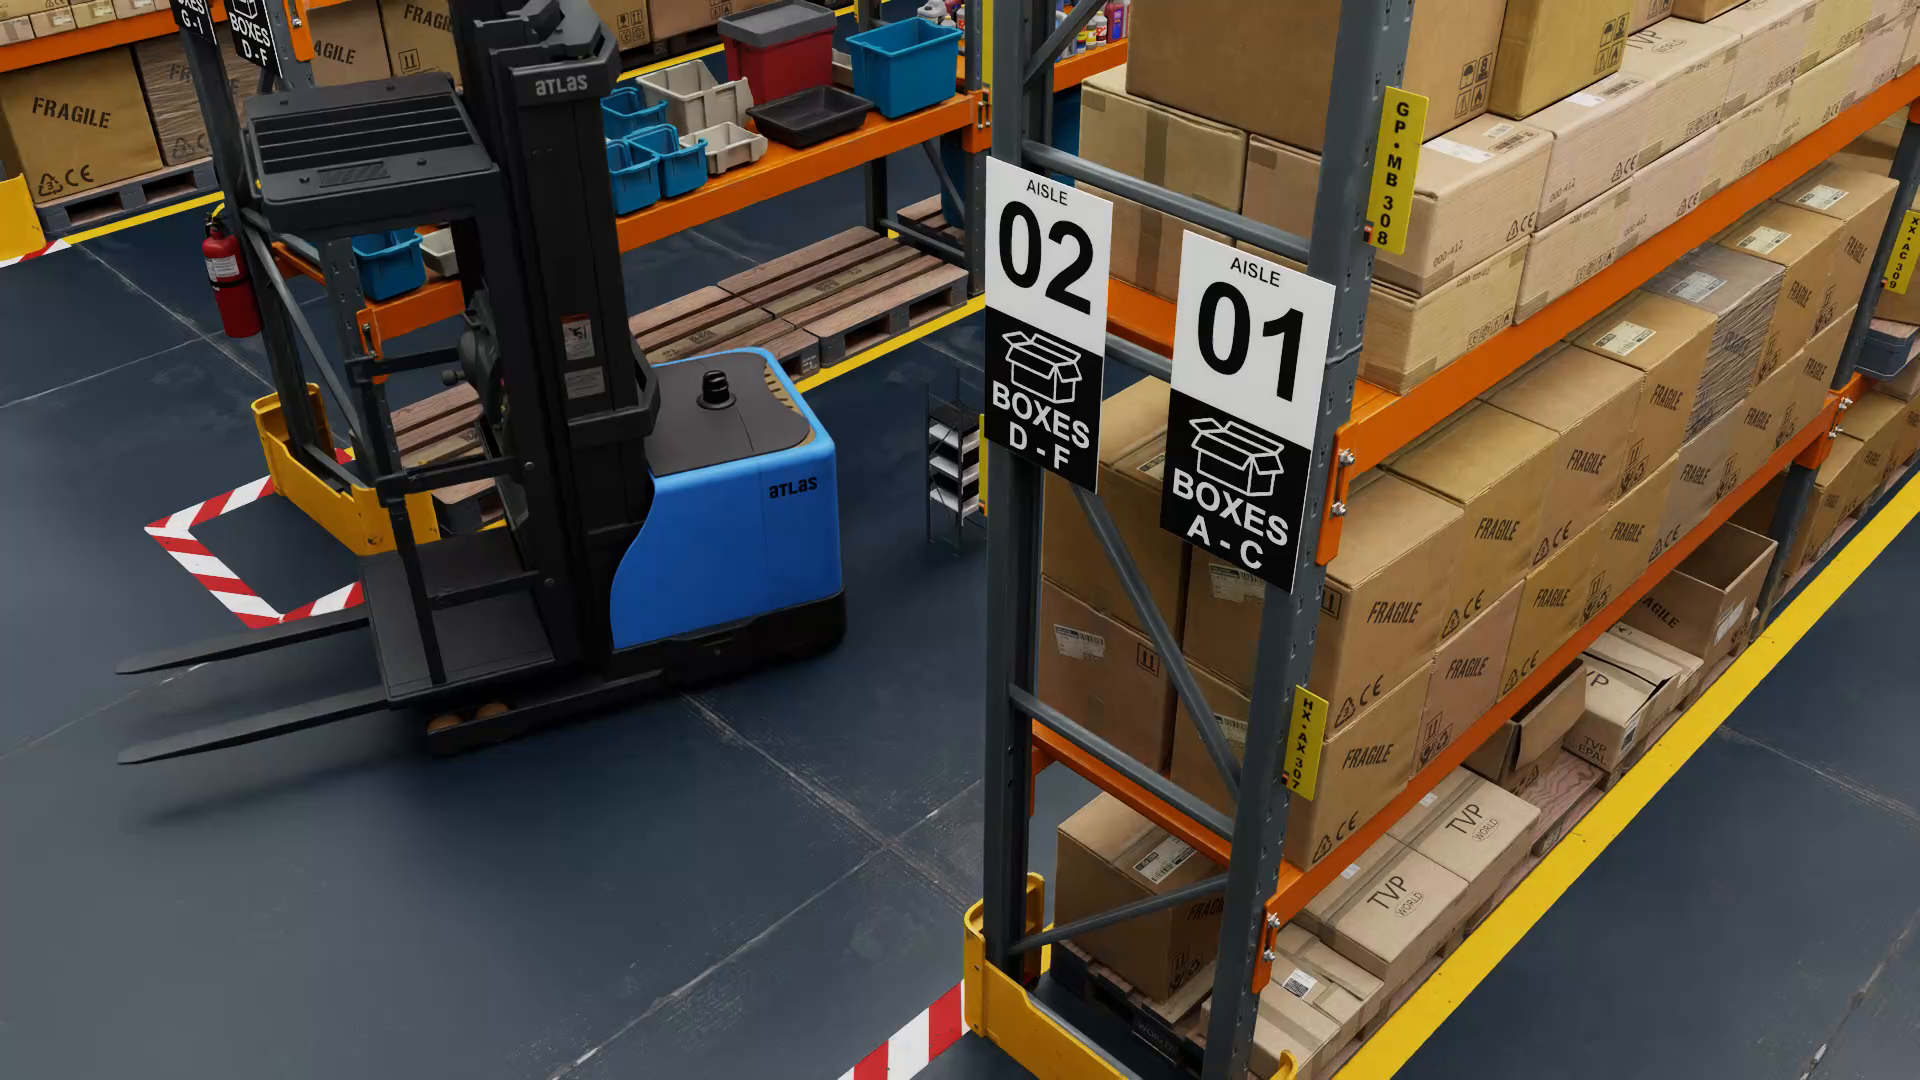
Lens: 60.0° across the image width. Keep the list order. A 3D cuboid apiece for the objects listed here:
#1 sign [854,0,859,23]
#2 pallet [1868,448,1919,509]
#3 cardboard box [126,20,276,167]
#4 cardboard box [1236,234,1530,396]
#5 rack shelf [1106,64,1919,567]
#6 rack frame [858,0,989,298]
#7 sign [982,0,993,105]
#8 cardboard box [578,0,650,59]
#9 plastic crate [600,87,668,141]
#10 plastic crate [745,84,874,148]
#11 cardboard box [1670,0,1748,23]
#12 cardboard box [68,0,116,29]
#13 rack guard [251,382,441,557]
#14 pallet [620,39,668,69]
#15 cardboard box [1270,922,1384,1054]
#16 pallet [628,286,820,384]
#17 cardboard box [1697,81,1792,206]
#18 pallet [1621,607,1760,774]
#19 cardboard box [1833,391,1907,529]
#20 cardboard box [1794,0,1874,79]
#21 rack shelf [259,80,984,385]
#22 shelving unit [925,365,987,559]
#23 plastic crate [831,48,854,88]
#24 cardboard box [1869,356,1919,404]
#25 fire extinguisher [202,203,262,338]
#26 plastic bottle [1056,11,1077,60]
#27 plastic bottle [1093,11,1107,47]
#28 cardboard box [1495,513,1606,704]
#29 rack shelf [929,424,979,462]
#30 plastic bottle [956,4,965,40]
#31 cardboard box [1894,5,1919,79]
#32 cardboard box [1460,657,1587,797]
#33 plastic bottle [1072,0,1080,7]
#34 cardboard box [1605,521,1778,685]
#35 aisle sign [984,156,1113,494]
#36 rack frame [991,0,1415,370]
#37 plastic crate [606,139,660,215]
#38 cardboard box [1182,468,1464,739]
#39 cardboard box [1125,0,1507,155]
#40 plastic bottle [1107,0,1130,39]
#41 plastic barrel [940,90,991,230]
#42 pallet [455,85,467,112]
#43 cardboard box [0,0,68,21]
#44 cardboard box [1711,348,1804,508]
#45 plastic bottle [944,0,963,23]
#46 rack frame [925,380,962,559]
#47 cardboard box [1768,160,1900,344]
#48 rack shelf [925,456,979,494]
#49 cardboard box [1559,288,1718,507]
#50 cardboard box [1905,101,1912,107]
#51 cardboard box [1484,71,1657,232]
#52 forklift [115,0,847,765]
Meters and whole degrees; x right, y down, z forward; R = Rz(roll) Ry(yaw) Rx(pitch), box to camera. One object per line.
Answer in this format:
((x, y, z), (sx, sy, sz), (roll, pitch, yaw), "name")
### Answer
((-0.613, -3.314, 10.138), (0.100, 0.325, 0.005), (30, 45, 35), "sign")
((4.694, -0.679, 9.040), (1.003, 0.211, 1.213), (30, 45, 35), "pallet")
((-5.522, -3.313, 11.868), (0.875, 0.875, 0.875), (30, 45, 35), "cardboard box")
((1.013, -0.631, 4.042), (0.500, 0.250, 0.500), (30, 45, 35), "cardboard box")
((1.879, -1.103, 5.217), (1.077, 0.370, 4.000), (30, 45, 35), "rack shelf")
((-0.224, -2.978, 9.898), (1.000, 3.000, 0.127), (30, 45, 35), "rack frame")
((0.090, -1.182, 3.926), (0.100, 0.325, 0.005), (30, 45, 35), "sign")
((-3.302, -4.543, 13.632), (1.225, 0.875, 0.875), (30, 45, 35), "cardboard box")
((-1.777, -2.247, 8.944), (0.416, 0.233, 0.300), (30, 45, 35), "plastic crate")
((-0.822, -2.327, 9.153), (0.437, 0.125, 0.590), (30, 45, 35), "plastic crate")
((1.928, -1.833, 4.673), (0.700, 0.500, 0.500), (30, 45, 35), "cardboard box")
((-5.713, -3.467, 10.819), (0.380, 0.149, 0.250), (28, 44, 34), "cardboard box")
((-3.050, -0.314, 8.263), (1.175, 0.500, 0.348), (30, 45, 35), "rack guard")
((-3.249, -4.174, 14.051), (1.003, 0.211, 1.213), (30, 45, 35), "pallet")
((1.185, 1.492, 5.580), (0.380, 0.166, 0.250), (30, 45, 35), "cardboard box")
((-1.574, -1.022, 9.531), (1.003, 0.211, 1.213), (30, 45, 35), "pallet")
((2.073, -1.238, 4.912), (0.500, 0.250, 0.500), (30, 45, 35), "cardboard box")
((2.804, 0.442, 7.432), (1.003, 0.211, 1.213), (30, 45, 35), "pallet")
((4.170, -0.454, 8.080), (0.500, 0.500, 0.500), (-29, 44, -35), "cardboard box")
((2.430, -1.643, 5.056), (0.500, 0.250, 0.500), (30, 45, 35), "cardboard box")
((-1.633, -1.871, 8.939), (1.077, 0.370, 4.000), (30, 45, 35), "rack shelf")
((-0.006, -0.366, 7.988), (0.258, 0.900, 0.210), (30, 45, 35), "shelving unit")
((-0.653, -2.763, 9.768), (0.396, 0.136, 0.243), (30, 45, 35), "plastic crate")
((4.507, -0.947, 8.131), (0.500, 0.250, 0.500), (30, 45, 35), "cardboard box")
((-3.471, -1.291, 7.873), (0.296, 0.674, 0.183), (30, 45, 35), "fire extinguisher")
((0.630, -3.110, 10.196), (0.152, 0.276, 0.135), (30, 45, 35), "plastic bottle")
((0.869, -3.194, 10.382), (0.097, 0.201, 0.097), (0, 35, 0), "plastic bottle")
((1.685, 0.115, 5.376), (0.500, 0.500, 0.500), (29, 44, 35), "cardboard box")
((-0.006, -0.486, 7.904), (0.258, 0.077, 0.200), (30, 45, 35), "rack shelf")
((0.024, -3.274, 10.497), (0.097, 0.201, 0.097), (0, 35, 0), "plastic bottle")
((3.135, -1.844, 5.781), (0.500, 0.250, 0.500), (30, 45, 35), "cardboard box")
((1.968, 0.628, 6.525), (0.797, 0.503, 0.637), (30, 45, 35), "cardboard box")
((0.797, -3.675, 11.009), (0.097, 0.271, 0.097), (0, 35, 0), "plastic bottle")
((3.088, 0.210, 7.127), (0.500, 0.500, 0.500), (30, 45, 35), "cardboard box")
((0.205, -0.518, 4.098), (0.394, 0.787, 0.004), (30, 45, 35), "aisle sign")
((0.470, -1.817, 2.989), (1.000, 3.000, 0.127), (30, 45, 35), "rack frame")
((-1.707, -1.812, 8.320), (0.416, 0.233, 0.300), (30, 45, 35), "plastic crate")
((0.970, 0.119, 4.496), (0.500, 0.500, 0.500), (-28, 44, -34), "cardboard box")
((0.821, -1.253, 3.841), (0.700, 0.500, 0.500), (30, 45, 35), "cardboard box")
((1.025, -3.337, 10.522), (0.152, 0.276, 0.135), (30, 45, 35), "plastic bottle")
((0.171, -2.504, 10.685), (0.600, 0.901, 0.708), (30, 45, 35), "plastic barrel")
((-4.330, -3.553, 13.160), (1.003, 0.211, 1.213), (30, 45, 35), "pallet")
((-6.027, -3.497, 10.513), (0.500, 0.250, 0.500), (28, 44, 34), "cardboard box")
((2.756, -0.505, 6.264), (0.500, 0.500, 0.500), (-29, 44, -34), "cardboard box")
((-0.045, -3.333, 10.508), (0.061, 0.283, 0.133), (30, 45, 35), "plastic bottle")
((-0.077, -0.325, 7.929), (0.240, 0.900, 0.006), (30, 45, 35), "rack frame")
((3.116, -1.122, 6.275), (0.500, 0.500, 0.500), (-30, 45, -35), "cardboard box")
((-0.006, -0.338, 8.007), (0.258, 0.077, 0.200), (30, 45, 35), "rack shelf")
((2.046, -0.504, 5.389), (0.500, 0.500, 0.500), (29, 44, 35), "cardboard box")
((4.489, -1.935, 7.948), (0.700, 0.500, 0.500), (18, 39, 24), "cardboard box")
((1.374, -1.034, 4.182), (0.500, 0.250, 0.500), (30, 45, 35), "cardboard box")
((-2.078, -0.648, 6.617), (3.031, 2.935, 1.130), (-14, 37, -19), "forklift")
